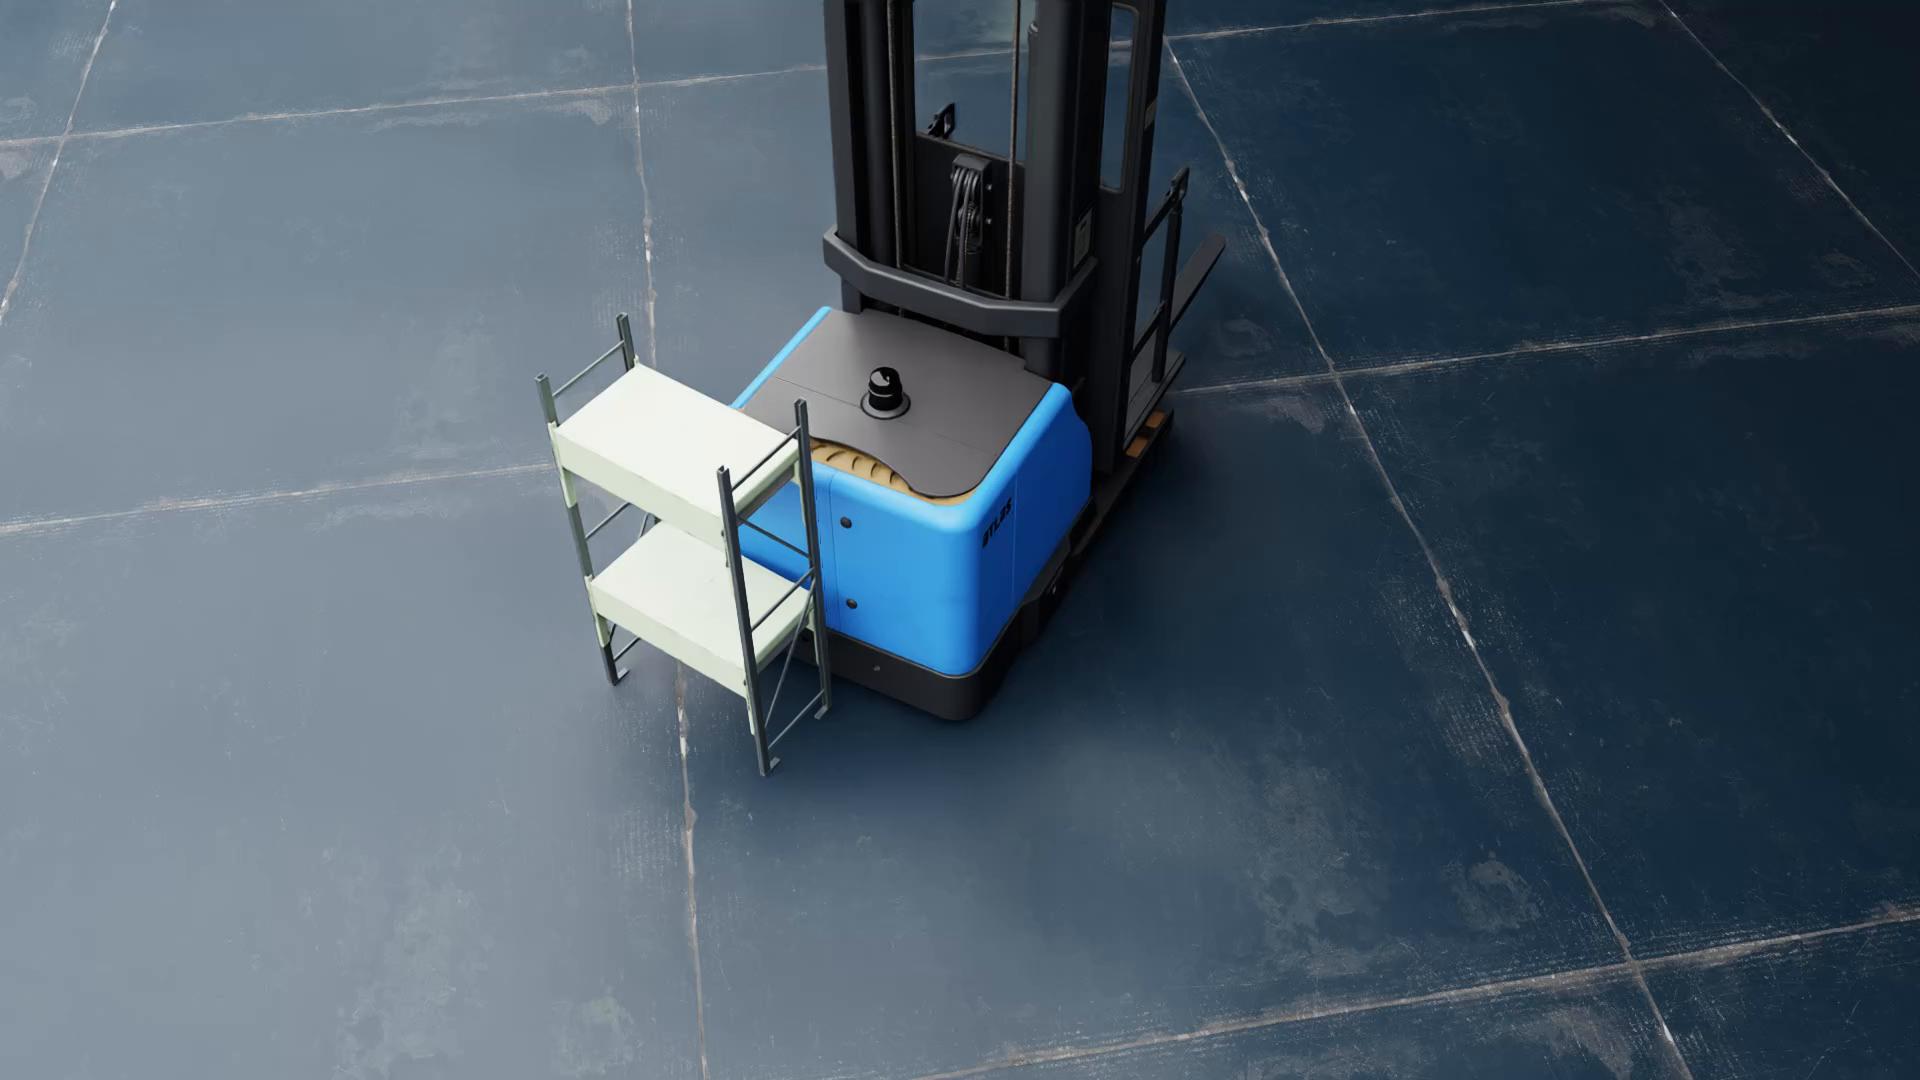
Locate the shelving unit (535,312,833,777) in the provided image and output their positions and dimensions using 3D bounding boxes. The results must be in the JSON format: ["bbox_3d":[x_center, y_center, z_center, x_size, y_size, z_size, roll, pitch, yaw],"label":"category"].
[{"bbox_3d":[-0.894,0.055,5.656,0.755,1.500,0.431,26,52,23],"label":"shelving unit"}]

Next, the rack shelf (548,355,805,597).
[{"bbox_3d":[-0.894,-0.216,5.375,0.720,0.370,0.431,26,52,23],"label":"rack shelf"}]

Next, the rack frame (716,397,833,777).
[{"bbox_3d":[-0.592,0.204,5.512,0.023,1.500,0.400,26,52,23],"label":"rack frame"}]

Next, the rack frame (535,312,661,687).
[{"bbox_3d":[-1.195,-0.095,5.800,0.023,1.500,0.400,26,52,23],"label":"rack frame"}]

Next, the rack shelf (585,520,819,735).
[{"bbox_3d":[-0.894,0.281,5.891,0.720,0.370,0.431,26,52,23],"label":"rack shelf"}]

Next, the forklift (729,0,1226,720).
[{"bbox_3d":[0.259,-1.429,6.092,1.130,2.935,3.031,20,49,19],"label":"forklift"}]
